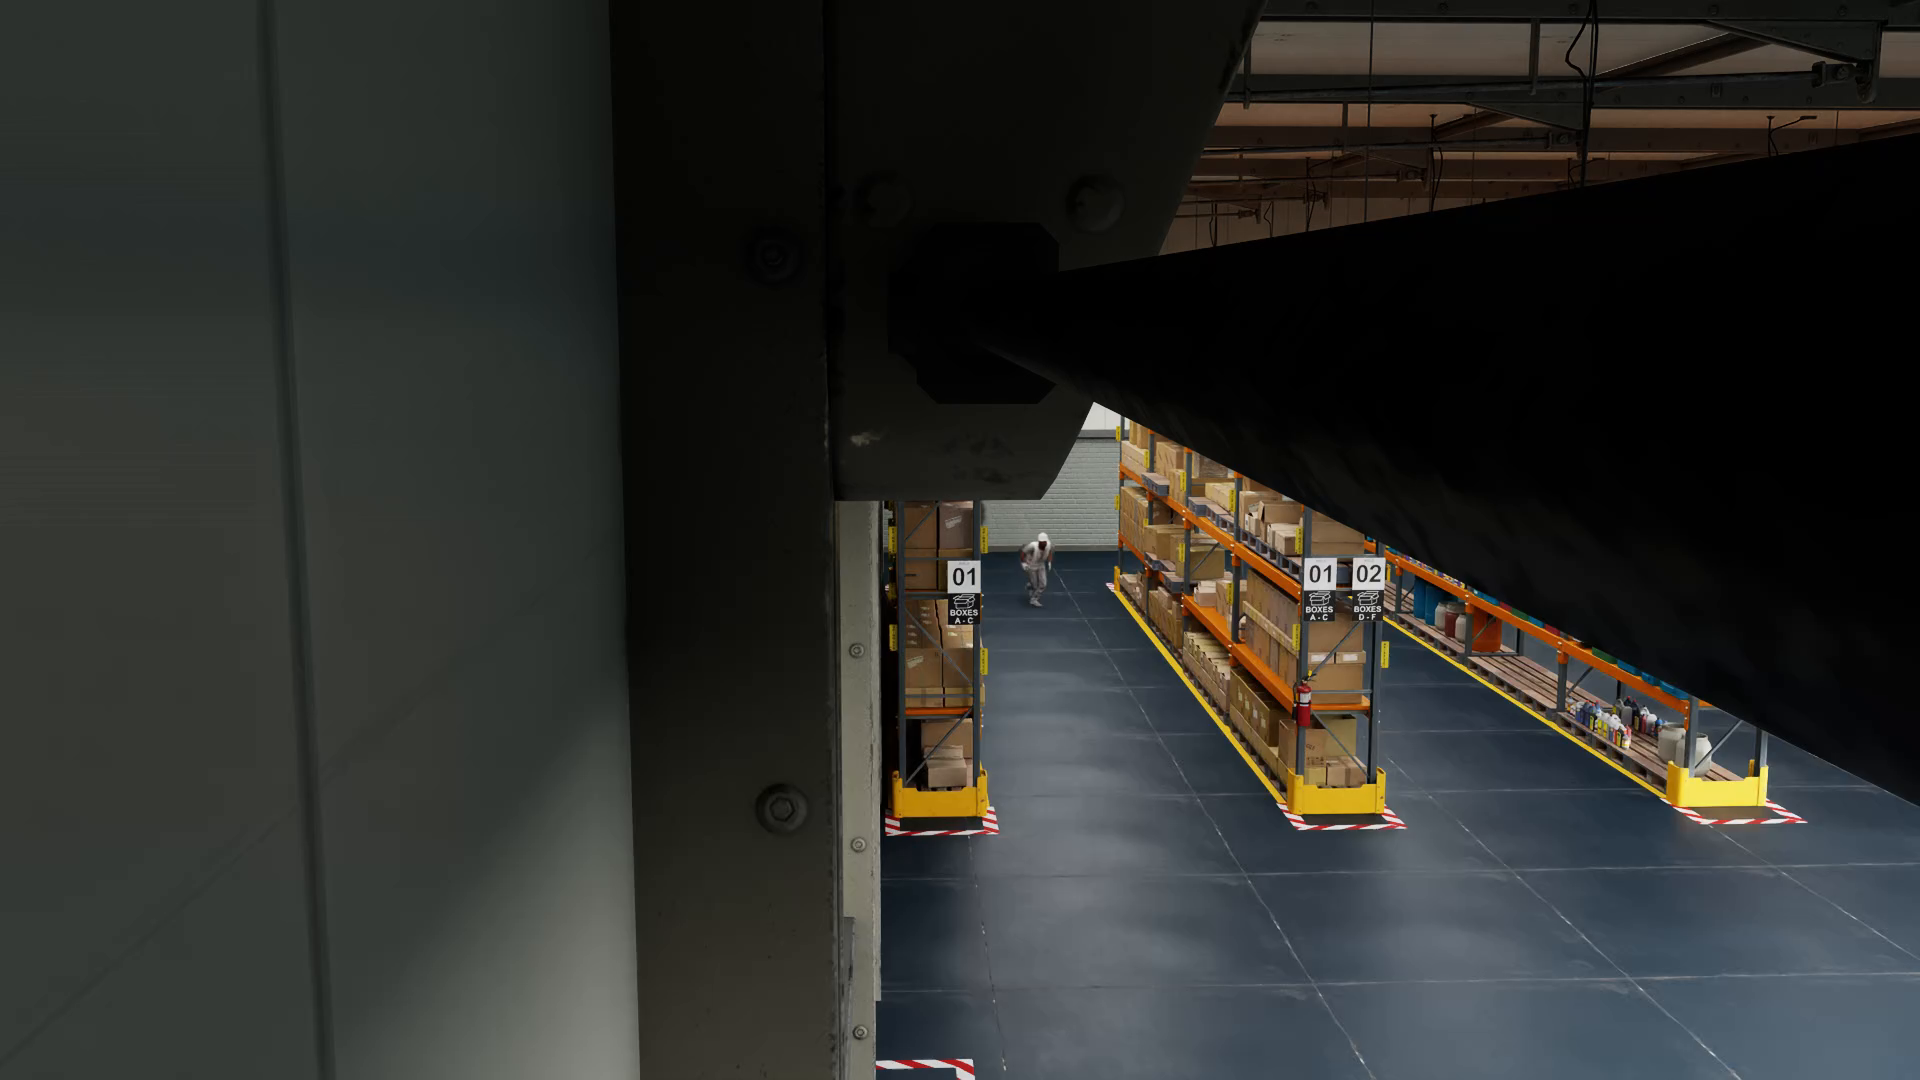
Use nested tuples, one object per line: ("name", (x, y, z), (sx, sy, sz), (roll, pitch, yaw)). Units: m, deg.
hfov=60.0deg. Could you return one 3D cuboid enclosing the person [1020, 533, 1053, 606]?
("person", (1.564, 0.599, 34.526), (0.700, 1.578, 0.976), (-3, 9, -22))
